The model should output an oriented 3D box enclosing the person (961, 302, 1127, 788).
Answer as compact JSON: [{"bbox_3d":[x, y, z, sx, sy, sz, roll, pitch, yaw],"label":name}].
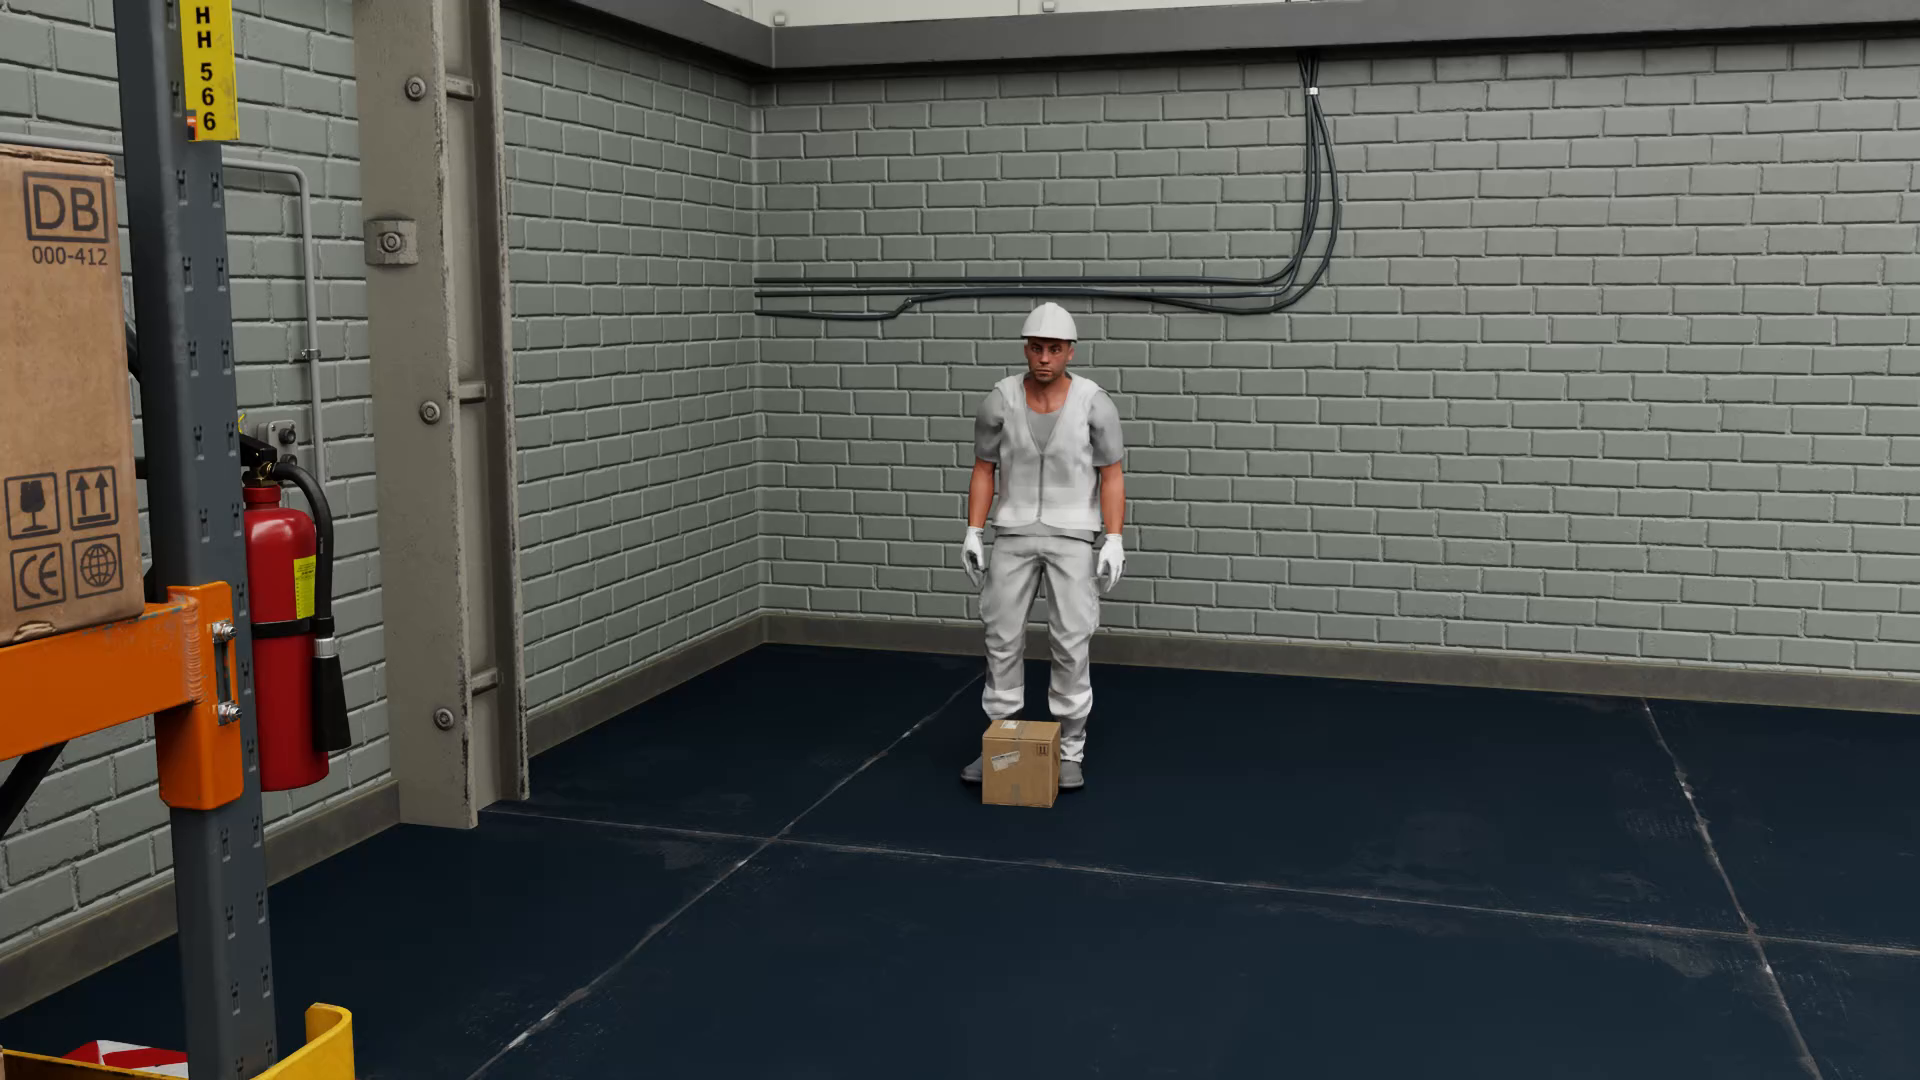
[{"bbox_3d":[0.307,0.022,6.124,0.616,1.778,0.453,2,8,13],"label":"person"}]
